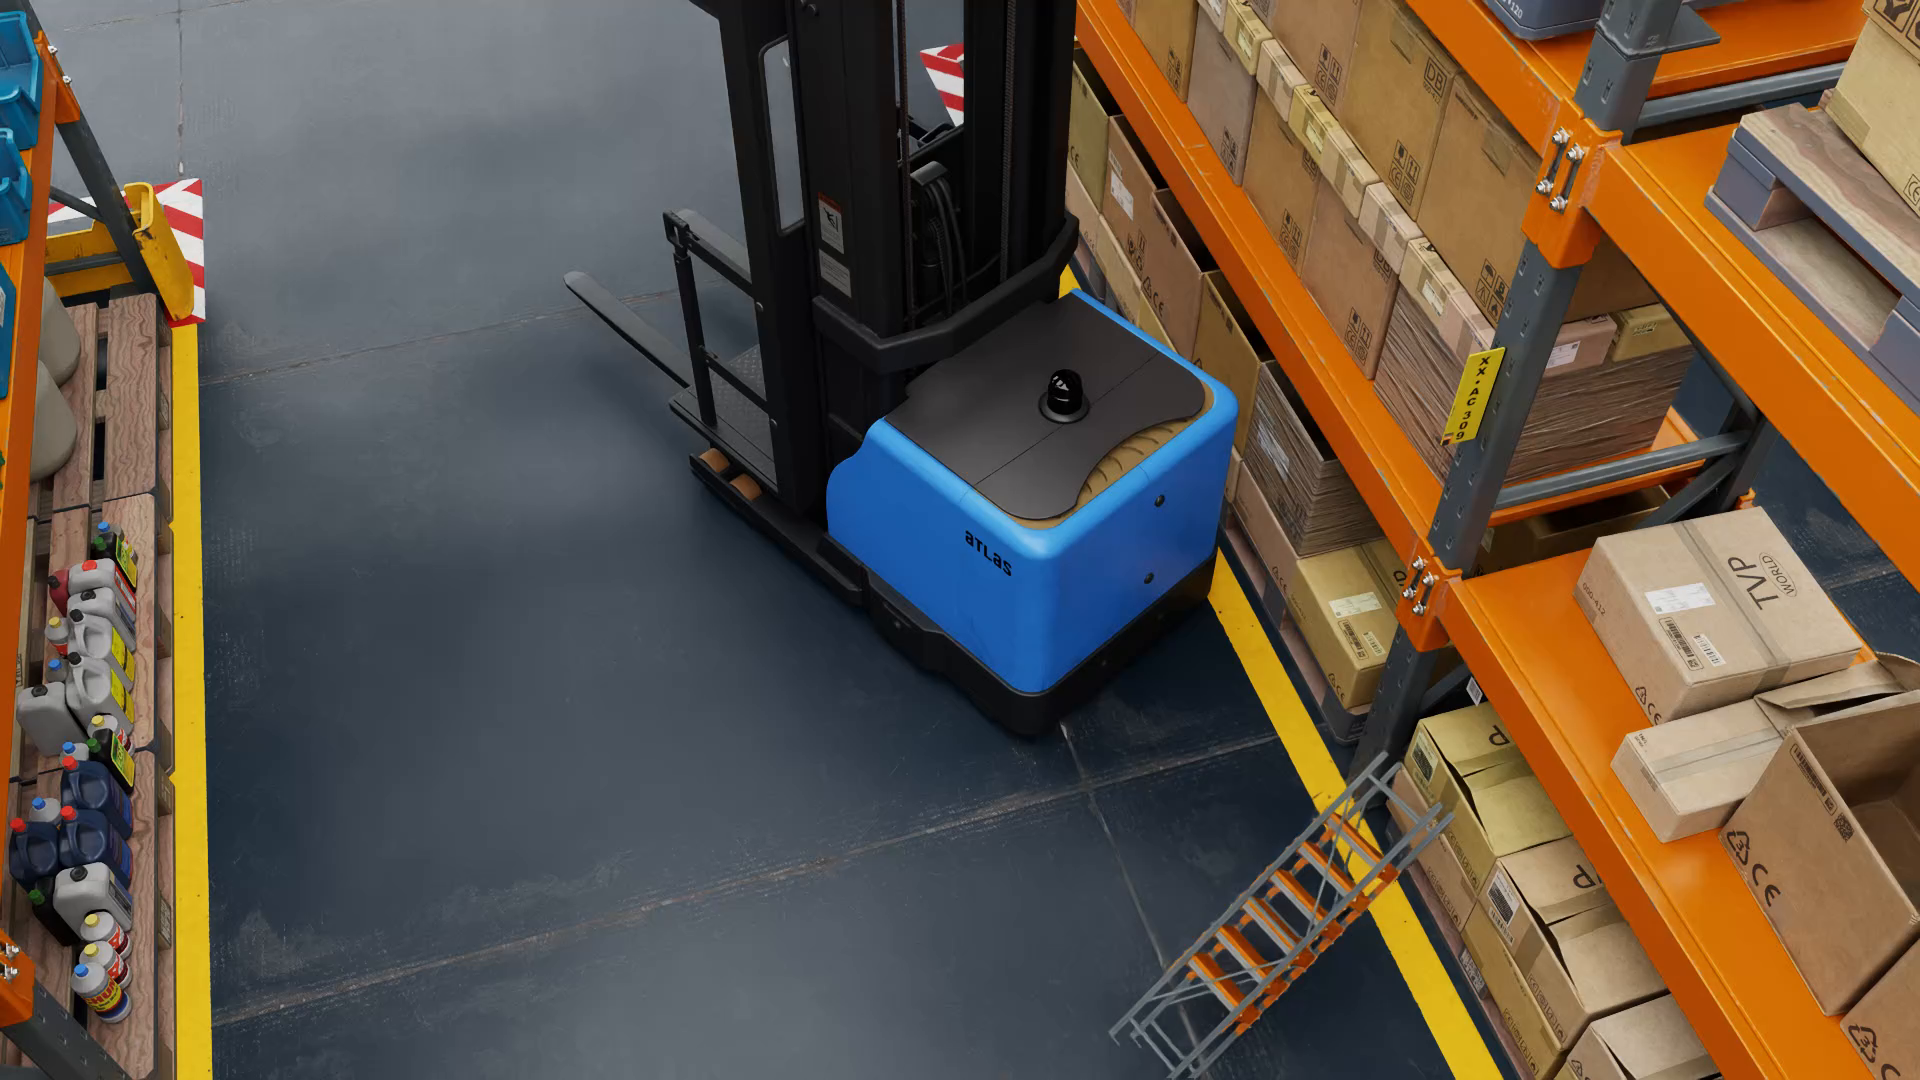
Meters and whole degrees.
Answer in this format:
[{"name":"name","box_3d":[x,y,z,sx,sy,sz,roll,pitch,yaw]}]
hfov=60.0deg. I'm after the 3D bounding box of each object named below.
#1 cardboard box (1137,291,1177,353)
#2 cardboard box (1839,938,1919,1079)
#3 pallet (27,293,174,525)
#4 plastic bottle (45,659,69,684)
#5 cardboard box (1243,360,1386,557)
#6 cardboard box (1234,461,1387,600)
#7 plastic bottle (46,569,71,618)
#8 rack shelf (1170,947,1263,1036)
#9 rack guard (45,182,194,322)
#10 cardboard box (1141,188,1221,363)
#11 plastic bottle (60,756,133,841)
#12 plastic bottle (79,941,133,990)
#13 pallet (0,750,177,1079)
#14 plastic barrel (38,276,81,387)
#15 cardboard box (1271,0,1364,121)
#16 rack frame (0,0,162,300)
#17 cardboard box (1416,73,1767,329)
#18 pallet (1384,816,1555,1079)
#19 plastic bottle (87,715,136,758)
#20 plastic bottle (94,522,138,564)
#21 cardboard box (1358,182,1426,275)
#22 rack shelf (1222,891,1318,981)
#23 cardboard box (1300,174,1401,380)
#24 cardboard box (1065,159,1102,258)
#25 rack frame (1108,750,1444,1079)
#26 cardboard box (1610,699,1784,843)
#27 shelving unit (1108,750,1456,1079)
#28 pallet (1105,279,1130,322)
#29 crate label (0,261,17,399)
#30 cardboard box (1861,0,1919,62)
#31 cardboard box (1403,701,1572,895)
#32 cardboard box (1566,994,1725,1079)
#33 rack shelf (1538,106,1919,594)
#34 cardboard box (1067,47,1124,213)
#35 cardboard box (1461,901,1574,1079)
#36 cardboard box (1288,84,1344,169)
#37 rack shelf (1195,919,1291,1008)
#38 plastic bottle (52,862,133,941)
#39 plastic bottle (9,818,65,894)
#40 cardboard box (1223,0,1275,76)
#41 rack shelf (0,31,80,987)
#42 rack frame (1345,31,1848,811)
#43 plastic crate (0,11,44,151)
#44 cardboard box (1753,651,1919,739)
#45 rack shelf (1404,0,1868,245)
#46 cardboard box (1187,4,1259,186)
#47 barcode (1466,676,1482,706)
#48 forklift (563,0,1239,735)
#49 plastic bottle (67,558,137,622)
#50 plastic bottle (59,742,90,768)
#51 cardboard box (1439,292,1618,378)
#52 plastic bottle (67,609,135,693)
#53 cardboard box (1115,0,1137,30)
[{"name":"cardboard box","box_3d":[1.049,-0.819,6.792,0.500,0.250,0.500,-13,51,-11]},{"name":"cardboard box","box_3d":[2.359,1.096,3.588,0.500,0.500,0.500,-13,51,-11]},{"name":"pallet","box_3d":[-3.769,-0.453,6.783,1.003,0.211,1.213,-13,51,-11]},{"name":"plastic bottle","box_3d":[-3.070,0.483,5.714,0.097,0.201,0.097,0,50,0]},{"name":"cardboard box","box_3d":[1.361,-0.334,5.893,0.500,0.500,0.500,-13,51,-11]},{"name":"cardboard box","box_3d":[1.359,-0.092,6.179,0.500,0.250,0.500,-13,51,-11]},{"name":"plastic bottle","box_3d":[-3.163,0.200,5.898,0.061,0.283,0.133,-13,51,-11]},{"name":"rack shelf","box_3d":[0.775,1.372,5.048,0.103,0.180,0.258,-47,58,6]},{"name":"rack guard","box_3d":[-4.005,-1.140,7.174,1.175,0.500,0.348,-13,51,-11]},{"name":"cardboard box","box_3d":[1.048,-1.061,6.505,0.500,0.500,0.500,-13,51,-11]},{"name":"plastic bottle","box_3d":[-2.787,0.821,5.330,0.144,0.351,0.185,-15,52,-13]},{"name":"plastic bottle","box_3d":[-2.595,1.285,5.037,0.097,0.201,0.097,0,50,0]},{"name":"pallet","box_3d":[-3.048,1.329,5.281,1.003,0.211,1.213,-13,51,-11]},{"name":"plastic barrel","box_3d":[-3.804,-0.861,6.656,0.421,0.512,0.421,0,50,0]},{"name":"cardboard box","box_3d":[1.408,-1.694,5.092,0.700,0.500,0.500,-13,51,-11]},{"name":"rack frame","box_3d":[-4.072,-1.991,6.256,1.000,3.000,0.127,-13,51,-11]},{"name":"cardboard box","box_3d":[1.707,-0.960,4.473,0.700,0.500,0.500,-13,51,-11]},{"name":"pallet","box_3d":[2.099,1.241,5.355,1.003,0.211,1.213,-13,51,-11]},{"name":"plastic bottle","box_3d":[-2.849,0.658,5.566,0.097,0.201,0.097,0,50,0]},{"name":"plastic bottle","box_3d":[-3.110,0.012,6.111,0.097,0.201,0.097,0,50,0]},{"name":"cardboard box","box_3d":[1.408,-0.950,4.889,0.380,0.149,0.250,-15,51,-12]},{"name":"rack shelf","box_3d":[0.937,1.196,5.024,0.103,0.180,0.258,-47,58,6]},{"name":"cardboard box","box_3d":[1.544,-0.925,5.292,0.700,0.500,0.500,-14,51,-11]},{"name":"cardboard box","box_3d":[0.758,-1.551,7.409,0.500,0.250,0.500,-13,51,-11]},{"name":"rack frame","box_3d":[0.926,1.137,4.942,1.200,0.006,0.240,-47,58,6]},{"name":"cardboard box","box_3d":[1.911,0.588,4.247,0.380,0.149,0.250,-13,51,-11]},{"name":"shelving unit","box_3d":[0.967,1.164,5.019,1.200,0.189,0.258,-47,58,6]},{"name":"pallet","box_3d":[1.284,-0.771,7.051,1.003,0.211,1.213,-13,51,-11]},{"name":"crate label","box_3d":[-3.269,-0.719,5.161,0.502,0.435,0.616,-13,51,-11]},{"name":"cardboard box","box_3d":[1.989,-1.023,2.811,0.500,0.500,0.500,-13,51,-11]},{"name":"cardboard box","box_3d":[1.728,0.742,5.109,0.500,0.311,0.500,-13,51,-11]},{"name":"cardboard box","box_3d":[2.025,1.486,4.482,0.500,0.311,0.500,-15,51,-12]},{"name":"rack shelf","box_3d":[2.435,0.539,2.632,1.077,0.370,4.000,-13,51,-11]},{"name":"cardboard box","box_3d":[0.757,-1.792,7.122,0.500,0.500,0.500,-13,51,-11]},{"name":"cardboard box","box_3d":[1.876,1.289,5.015,0.500,0.250,0.500,-12,51,-10]},{"name":"cardboard box","box_3d":[1.260,-1.322,5.202,0.380,0.149,0.250,-14,51,-11]},{"name":"rack shelf","box_3d":[0.856,1.284,5.036,0.103,0.180,0.258,-47,58,6]},{"name":"plastic bottle","box_3d":[-2.686,1.105,5.140,0.152,0.276,0.135,-12,51,-10]},{"name":"plastic bottle","box_3d":[-2.869,0.992,5.186,0.144,0.351,0.185,-13,51,-11]},{"name":"cardboard box","box_3d":[1.103,-1.699,5.520,0.380,0.149,0.250,-12,51,-10]},{"name":"rack shelf","box_3d":[-3.481,-0.298,5.300,1.077,0.370,4.000,-13,51,-11]},{"name":"rack frame","box_3d":[1.844,-0.187,4.735,1.000,3.000,0.127,-13,51,-11]},{"name":"plastic crate","box_3d":[-3.638,-1.645,6.062,0.499,0.251,0.616,-13,51,-11]},{"name":"cardboard box","box_3d":[2.279,0.457,4.280,0.396,0.266,0.258,-14,51,-12]},{"name":"rack shelf","box_3d":[1.252,-2.382,5.095,1.077,0.370,4.000,-13,51,-11]},{"name":"cardboard box","box_3d":[1.247,-1.666,5.917,0.700,0.500,0.500,-12,51,-10]},{"name":"barcode","box_3d":[1.522,0.448,4.919,0.001,0.075,0.075,-13,51,-11]},{"name":"forklift","box_3d":[-0.433,-1.287,5.708,1.130,2.935,3.031,-36,59,-27]},{"name":"plastic bottle","box_3d":[-3.062,0.178,5.922,0.152,0.276,0.135,-13,51,-11]},{"name":"plastic bottle","box_3d":[-2.866,0.748,5.444,0.097,0.271,0.097,0,50,0]},{"name":"cardboard box","box_3d":[1.559,-0.578,4.575,0.380,0.149,0.250,-13,51,-11]},{"name":"plastic bottle","box_3d":[-2.968,0.375,5.706,0.144,0.351,0.185,-11,51,-9]},{"name":"cardboard box","box_3d":[0.947,-2.414,6.547,0.700,0.500,0.500,-12,51,-10]}]
